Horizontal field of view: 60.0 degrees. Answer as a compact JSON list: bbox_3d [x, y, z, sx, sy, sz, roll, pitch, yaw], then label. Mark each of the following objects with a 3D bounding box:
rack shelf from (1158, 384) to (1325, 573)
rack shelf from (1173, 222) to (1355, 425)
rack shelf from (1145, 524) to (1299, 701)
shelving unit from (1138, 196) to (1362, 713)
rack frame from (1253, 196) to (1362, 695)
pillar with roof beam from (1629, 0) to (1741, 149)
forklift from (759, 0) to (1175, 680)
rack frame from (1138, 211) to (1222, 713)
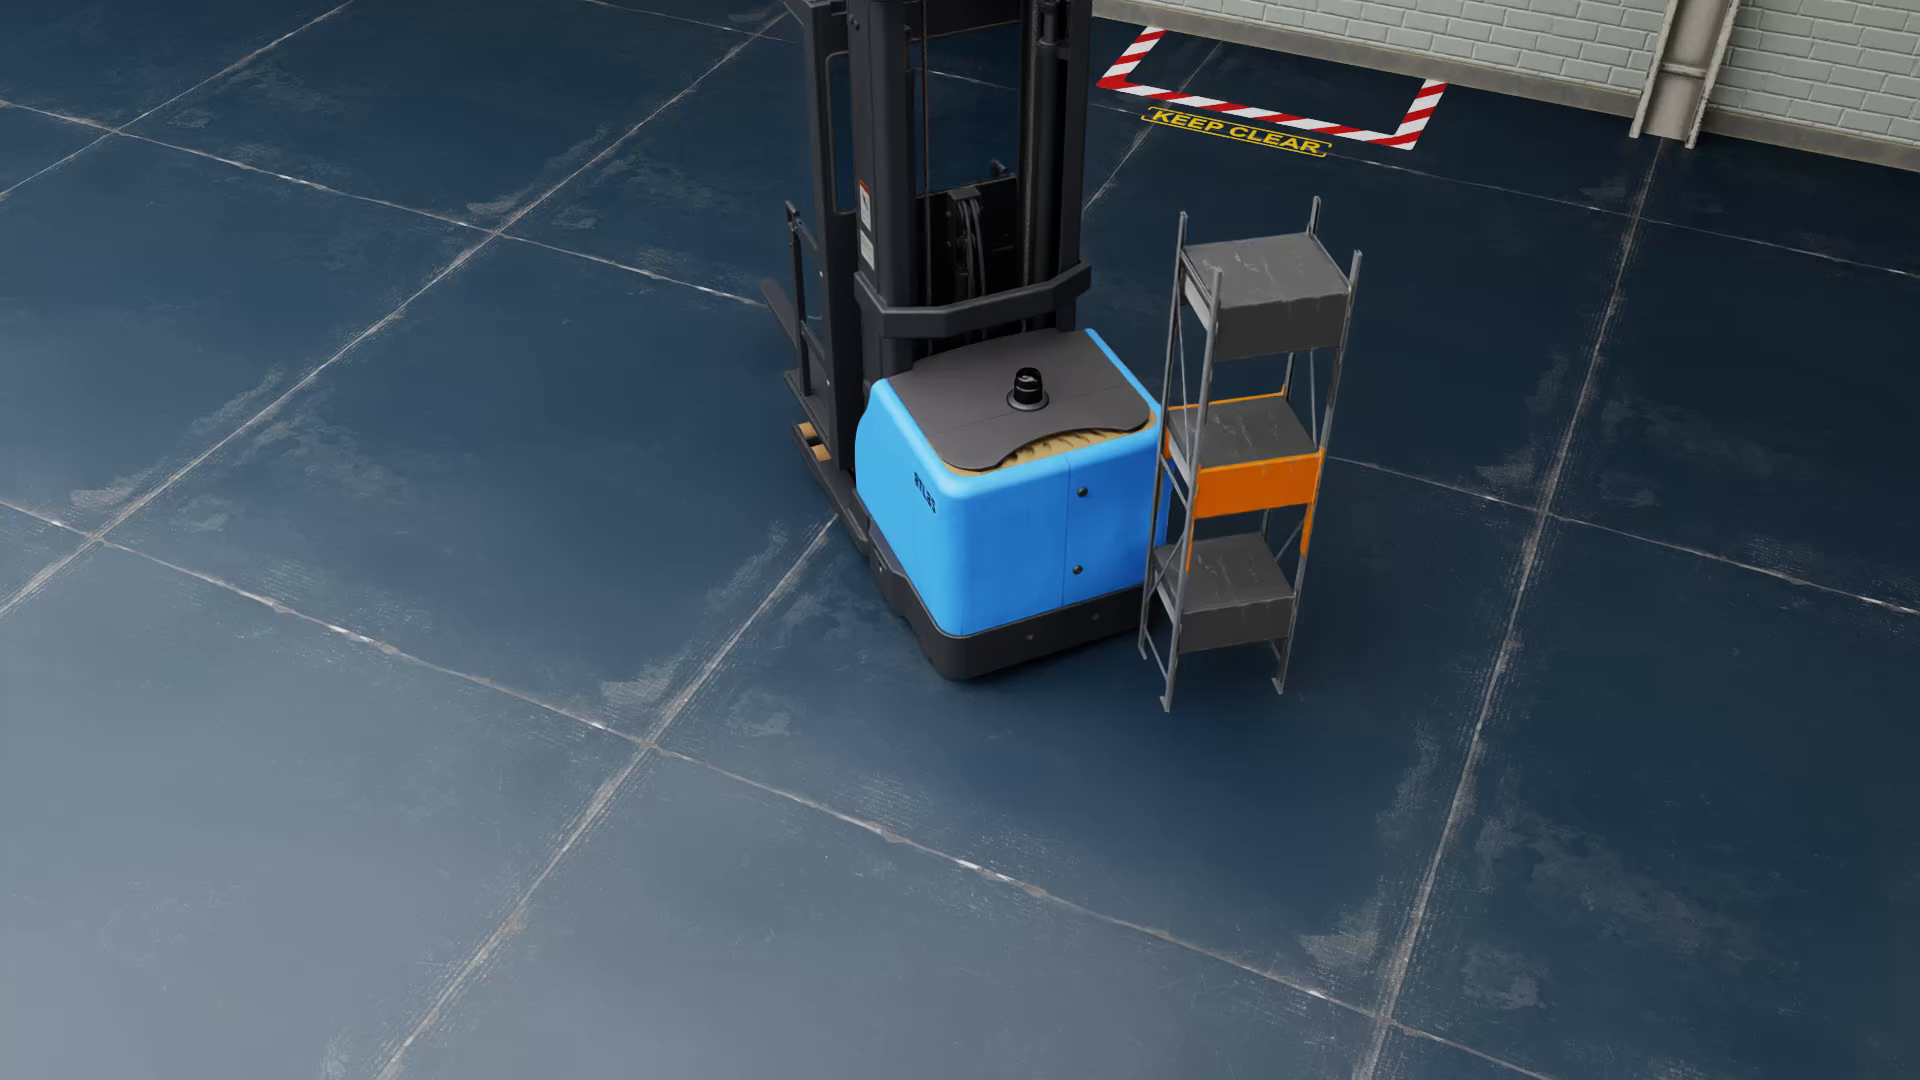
[{"bbox_3d":[1.048,-0.236,6.324,0.480,0.518,0.431,-8,42,-9],"label":"rack shelf"},{"bbox_3d":[1.048,-0.765,5.865,0.480,0.518,0.431,-8,42,-9],"label":"rack shelf"},{"bbox_3d":[1.048,0.293,6.782,0.480,0.518,0.431,-8,42,-9],"label":"rack shelf"},{"bbox_3d":[1.048,-0.246,6.315,0.503,2.100,0.431,-8,42,-9],"label":"shelving unit"},{"bbox_3d":[1.287,-0.280,6.354,0.015,2.100,0.400,-8,42,-9],"label":"rack frame"},{"bbox_3d":[2.689,-3.455,4.750,0.400,9.000,9.100,17,44,19],"label":"pillar with roof beam"},{"bbox_3d":[-0.170,-1.501,7.128,1.130,2.935,3.031,-16,43,-17],"label":"forklift"},{"bbox_3d":[0.810,-0.212,6.276,0.015,2.100,0.400,-8,42,-9],"label":"rack frame"}]
